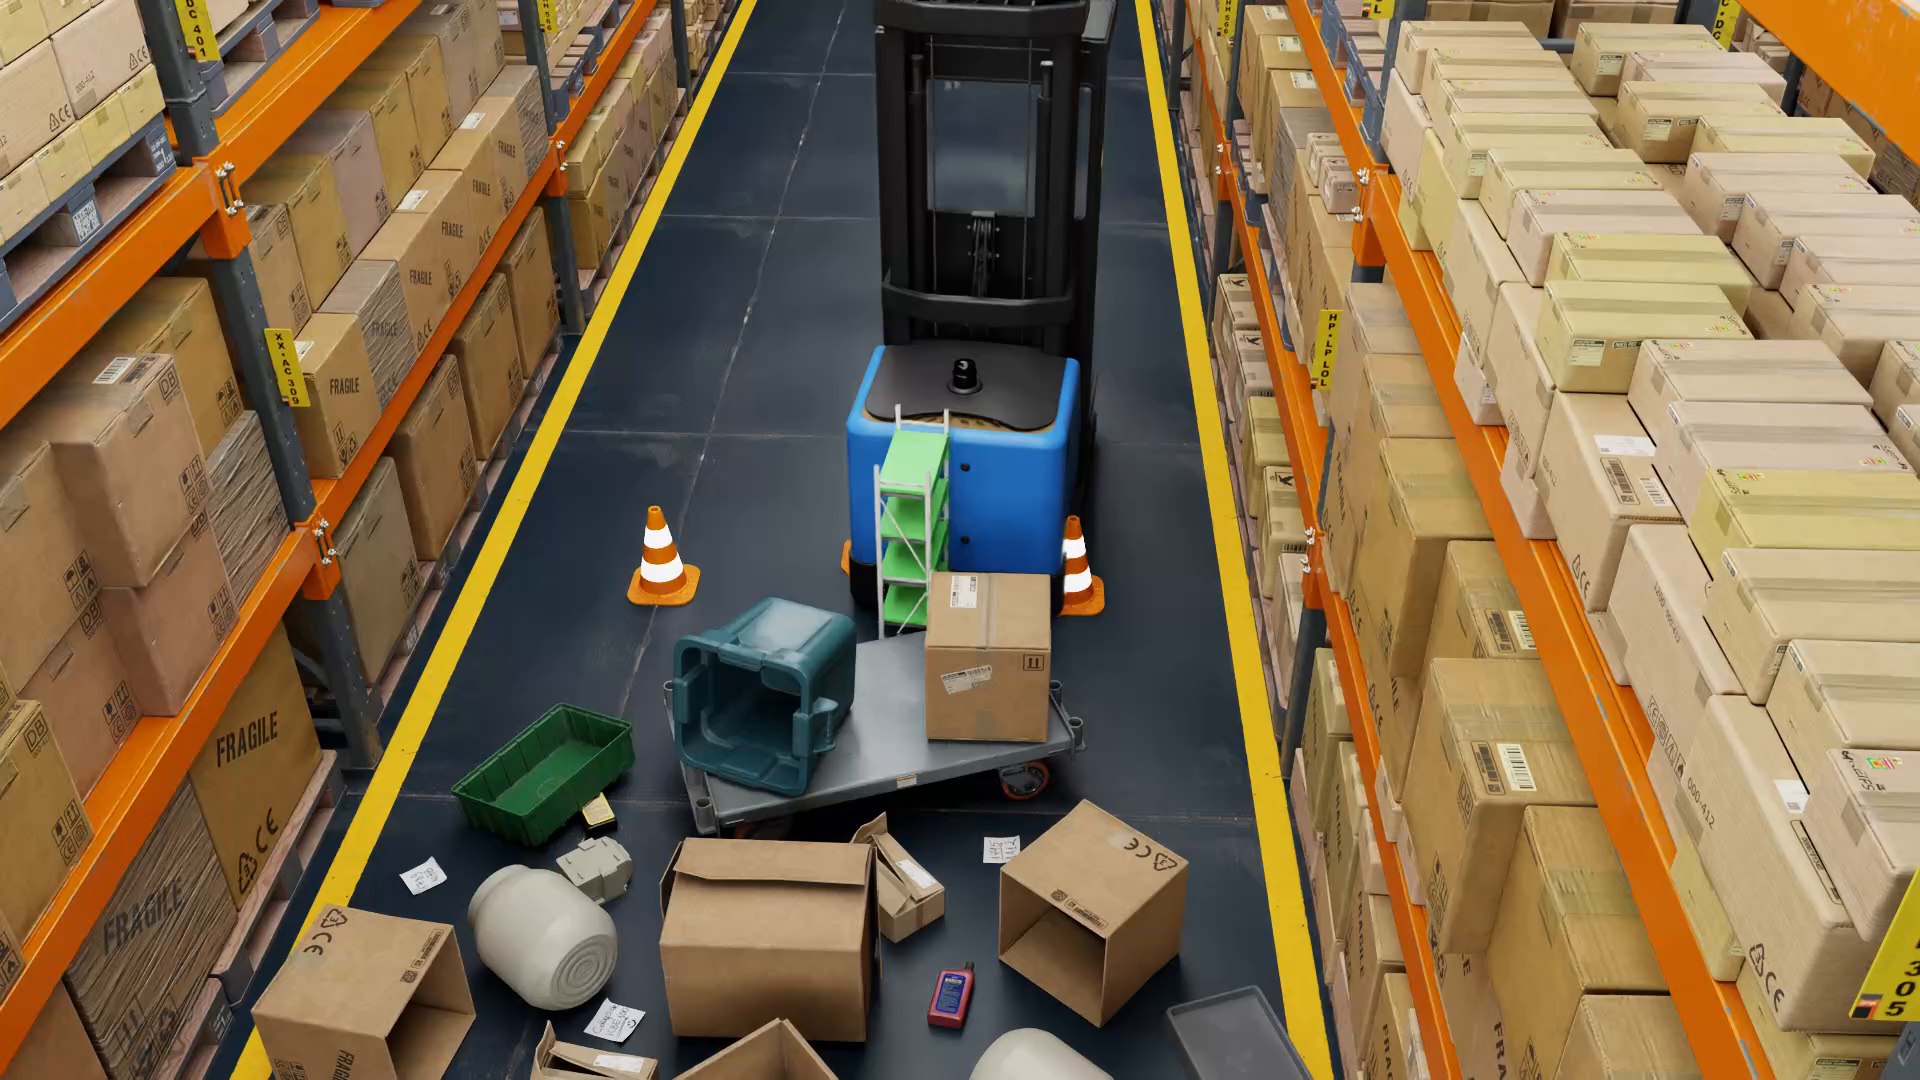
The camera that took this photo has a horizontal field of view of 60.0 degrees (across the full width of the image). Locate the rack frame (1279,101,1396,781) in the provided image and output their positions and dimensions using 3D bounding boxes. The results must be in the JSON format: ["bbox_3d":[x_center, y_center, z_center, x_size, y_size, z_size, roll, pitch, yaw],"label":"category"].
[{"bbox_3d":[1.899,-0.206,6.381,1.000,3.000,0.127,1,35,2],"label":"rack frame"}]

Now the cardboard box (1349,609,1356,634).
[{"bbox_3d":[1.608,0.216,5.998,0.380,0.149,0.250,2,35,3],"label":"cardboard box"}]

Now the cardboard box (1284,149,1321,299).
[{"bbox_3d":[1.734,-1.393,7.358,0.500,0.500,0.500,2,35,4],"label":"cardboard box"}]

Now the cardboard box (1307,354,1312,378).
[{"bbox_3d":[1.672,-0.729,6.977,0.380,0.149,0.250,0,35,0],"label":"cardboard box"}]

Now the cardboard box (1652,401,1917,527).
[{"bbox_3d":[1.576,-0.139,3.202,0.380,0.149,0.250,1,35,2],"label":"cardboard box"}]

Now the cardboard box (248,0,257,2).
[{"bbox_3d":[-2.761,-2.190,6.361,0.250,0.149,0.380,1,35,2],"label":"cardboard box"}]

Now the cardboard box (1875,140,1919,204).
[{"bbox_3d":[6.873,-2.676,11.703,0.500,0.500,0.500,0,35,0],"label":"cardboard box"}]

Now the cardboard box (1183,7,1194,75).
[{"bbox_3d":[2.353,-4.284,14.046,0.875,0.438,0.875,1,35,1],"label":"cardboard box"}]

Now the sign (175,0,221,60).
[{"bbox_3d":[-2.496,-1.722,5.410,0.100,0.325,0.005,1,35,2],"label":"sign"}]

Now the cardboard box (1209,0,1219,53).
[{"bbox_3d":[1.842,-3.227,10.374,0.500,0.250,0.500,0,35,1],"label":"cardboard box"}]

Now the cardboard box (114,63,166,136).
[{"bbox_3d":[-2.746,-1.383,5.213,0.380,0.149,0.250,1,35,2],"label":"cardboard box"}]

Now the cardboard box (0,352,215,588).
[{"bbox_3d":[-3.006,-0.236,5.353,0.875,0.550,0.550,1,35,2],"label":"cardboard box"}]

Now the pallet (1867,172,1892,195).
[{"bbox_3d":[7.139,-2.378,11.896,1.003,0.211,1.213,1,35,2],"label":"pallet"}]

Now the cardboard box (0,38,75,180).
[{"bbox_3d":[-2.835,-1.184,4.582,0.500,0.250,0.500,1,35,2],"label":"cardboard box"}]

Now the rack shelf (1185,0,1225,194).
[{"bbox_3d":[2.140,-3.359,11.492,1.077,0.370,4.000,1,35,2],"label":"rack shelf"}]

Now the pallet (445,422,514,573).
[{"bbox_3d":[-3.049,-0.270,8.896,1.003,0.211,1.213,1,35,2],"label":"pallet"}]

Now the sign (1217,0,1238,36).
[{"bbox_3d":[1.505,-2.989,9.333,0.100,0.325,0.005,1,35,2],"label":"sign"}]

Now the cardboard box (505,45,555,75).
[{"bbox_3d":[-2.671,-2.882,10.041,0.380,0.149,0.250,1,35,1],"label":"cardboard box"}]

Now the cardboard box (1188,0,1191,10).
[{"bbox_3d":[1.883,-3.903,11.771,0.500,0.250,0.500,1,35,2],"label":"cardboard box"}]

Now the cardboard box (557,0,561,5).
[{"bbox_3d":[-2.656,-3.430,10.303,0.380,0.149,0.250,1,35,2],"label":"cardboard box"}]

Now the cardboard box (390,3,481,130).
[{"bbox_3d":[-2.937,-2.462,8.634,0.700,0.500,0.500,1,35,1],"label":"cardboard box"}]

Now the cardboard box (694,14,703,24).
[{"bbox_3d":[-2.465,-4.510,14.618,0.380,0.149,0.250,1,35,1],"label":"cardboard box"}]

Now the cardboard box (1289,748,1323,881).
[{"bbox_3d":[1.606,1.079,6.577,0.500,0.250,0.500,0,35,0],"label":"cardboard box"}]

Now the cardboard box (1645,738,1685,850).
[{"bbox_3d":[1.495,0.460,3.042,0.380,0.149,0.250,2,35,3],"label":"cardboard box"}]

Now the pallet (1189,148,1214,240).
[{"bbox_3d":[2.219,-2.514,12.089,1.003,0.211,1.213,1,35,2],"label":"pallet"}]

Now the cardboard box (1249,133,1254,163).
[{"bbox_3d":[1.759,-2.073,8.890,0.380,0.149,0.250,-1,35,-1],"label":"cardboard box"}]

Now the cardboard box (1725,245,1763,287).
[{"bbox_3d":[2.096,-0.651,4.277,0.500,0.250,0.500,1,35,1],"label":"cardboard box"}]

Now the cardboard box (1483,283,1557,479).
[{"bbox_3d":[1.545,-0.373,3.881,0.500,0.250,0.500,2,35,2],"label":"cardboard box"}]

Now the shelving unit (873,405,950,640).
[{"bbox_3d":[-0.209,0.035,7.582,0.258,1.200,0.503,6,37,7],"label":"shelving unit"}]

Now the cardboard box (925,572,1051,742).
[{"bbox_3d":[0.119,0.483,6.916,0.500,0.500,0.500,1,35,2],"label":"cardboard box"}]

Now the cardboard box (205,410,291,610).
[{"bbox_3d":[-3.054,-0.112,6.116,0.875,0.550,0.550,1,35,2],"label":"cardboard box"}]

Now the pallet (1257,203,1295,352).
[{"bbox_3d":[2.021,-1.288,8.086,1.003,0.211,1.213,1,35,2],"label":"pallet"}]

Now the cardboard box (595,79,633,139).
[{"bbox_3d":[-2.568,-2.983,11.488,0.500,0.250,0.500,2,35,2],"label":"cardboard box"}]

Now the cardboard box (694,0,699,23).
[{"bbox_3d":[-2.487,-4.630,14.531,0.380,0.149,0.250,0,35,-1],"label":"cardboard box"}]

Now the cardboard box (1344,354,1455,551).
[{"bbox_3d":[1.622,-0.237,5.209,0.700,0.500,0.500,2,35,2],"label":"cardboard box"}]

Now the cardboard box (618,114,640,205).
[{"bbox_3d":[-2.574,-2.694,11.729,0.500,0.500,0.500,0,35,1],"label":"cardboard box"}]

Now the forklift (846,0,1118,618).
[{"bbox_3d":[0.181,-1.653,8.499,1.130,2.935,3.031,5,35,7],"label":"forklift"}]

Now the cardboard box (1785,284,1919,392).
[{"bbox_3d":[2.049,-0.432,3.618,0.380,0.149,0.250,2,35,3],"label":"cardboard box"}]

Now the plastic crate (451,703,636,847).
[{"bbox_3d":[-1.749,0.994,7.068,0.450,0.188,0.662,11,35,32],"label":"plastic crate"}]

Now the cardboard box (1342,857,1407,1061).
[{"bbox_3d":[1.573,1.378,5.500,0.500,0.500,0.500,3,35,4],"label":"cardboard box"}]

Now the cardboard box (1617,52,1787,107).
[{"bbox_3d":[2.171,-1.319,4.880,0.380,0.149,0.250,0,35,1],"label":"cardboard box"}]

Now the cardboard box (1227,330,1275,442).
[{"bbox_3d":[2.006,-0.853,9.220,0.950,0.372,0.625,1,35,1],"label":"cardboard box"}]

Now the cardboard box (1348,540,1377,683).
[{"bbox_3d":[1.606,0.166,5.505,0.500,0.500,0.500,1,35,2],"label":"cardboard box"}]

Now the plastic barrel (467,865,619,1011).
[{"bbox_3d":[-1.564,1.479,6.224,0.512,0.421,0.421,28,44,33],"label":"plastic barrel"}]

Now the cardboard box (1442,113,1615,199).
[{"bbox_3d":[1.522,-1.032,4.471,0.380,0.149,0.250,1,35,2],"label":"cardboard box"}]

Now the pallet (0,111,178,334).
[{"bbox_3d":[-3.094,-0.984,4.955,1.003,0.211,1.213,1,35,2],"label":"pallet"}]

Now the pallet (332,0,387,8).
[{"bbox_3d":[-2.905,-2.697,7.480,1.003,0.211,1.213,3,35,4],"label":"pallet"}]

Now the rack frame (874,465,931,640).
[{"bbox_3d":[-0.247,0.179,7.388,0.240,1.200,0.015,6,37,7],"label":"rack frame"}]

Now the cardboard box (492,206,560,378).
[{"bbox_3d":[-3.005,-1.464,9.762,1.050,0.750,0.750,1,35,1],"label":"cardboard box"}]

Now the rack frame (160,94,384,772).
[{"bbox_3d":[-3.051,-0.263,6.461,1.000,3.000,0.127,1,35,2],"label":"rack frame"}]

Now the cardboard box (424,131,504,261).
[{"bbox_3d":[-2.682,-1.763,8.509,0.500,0.500,0.500,1,35,1],"label":"cardboard box"}]
